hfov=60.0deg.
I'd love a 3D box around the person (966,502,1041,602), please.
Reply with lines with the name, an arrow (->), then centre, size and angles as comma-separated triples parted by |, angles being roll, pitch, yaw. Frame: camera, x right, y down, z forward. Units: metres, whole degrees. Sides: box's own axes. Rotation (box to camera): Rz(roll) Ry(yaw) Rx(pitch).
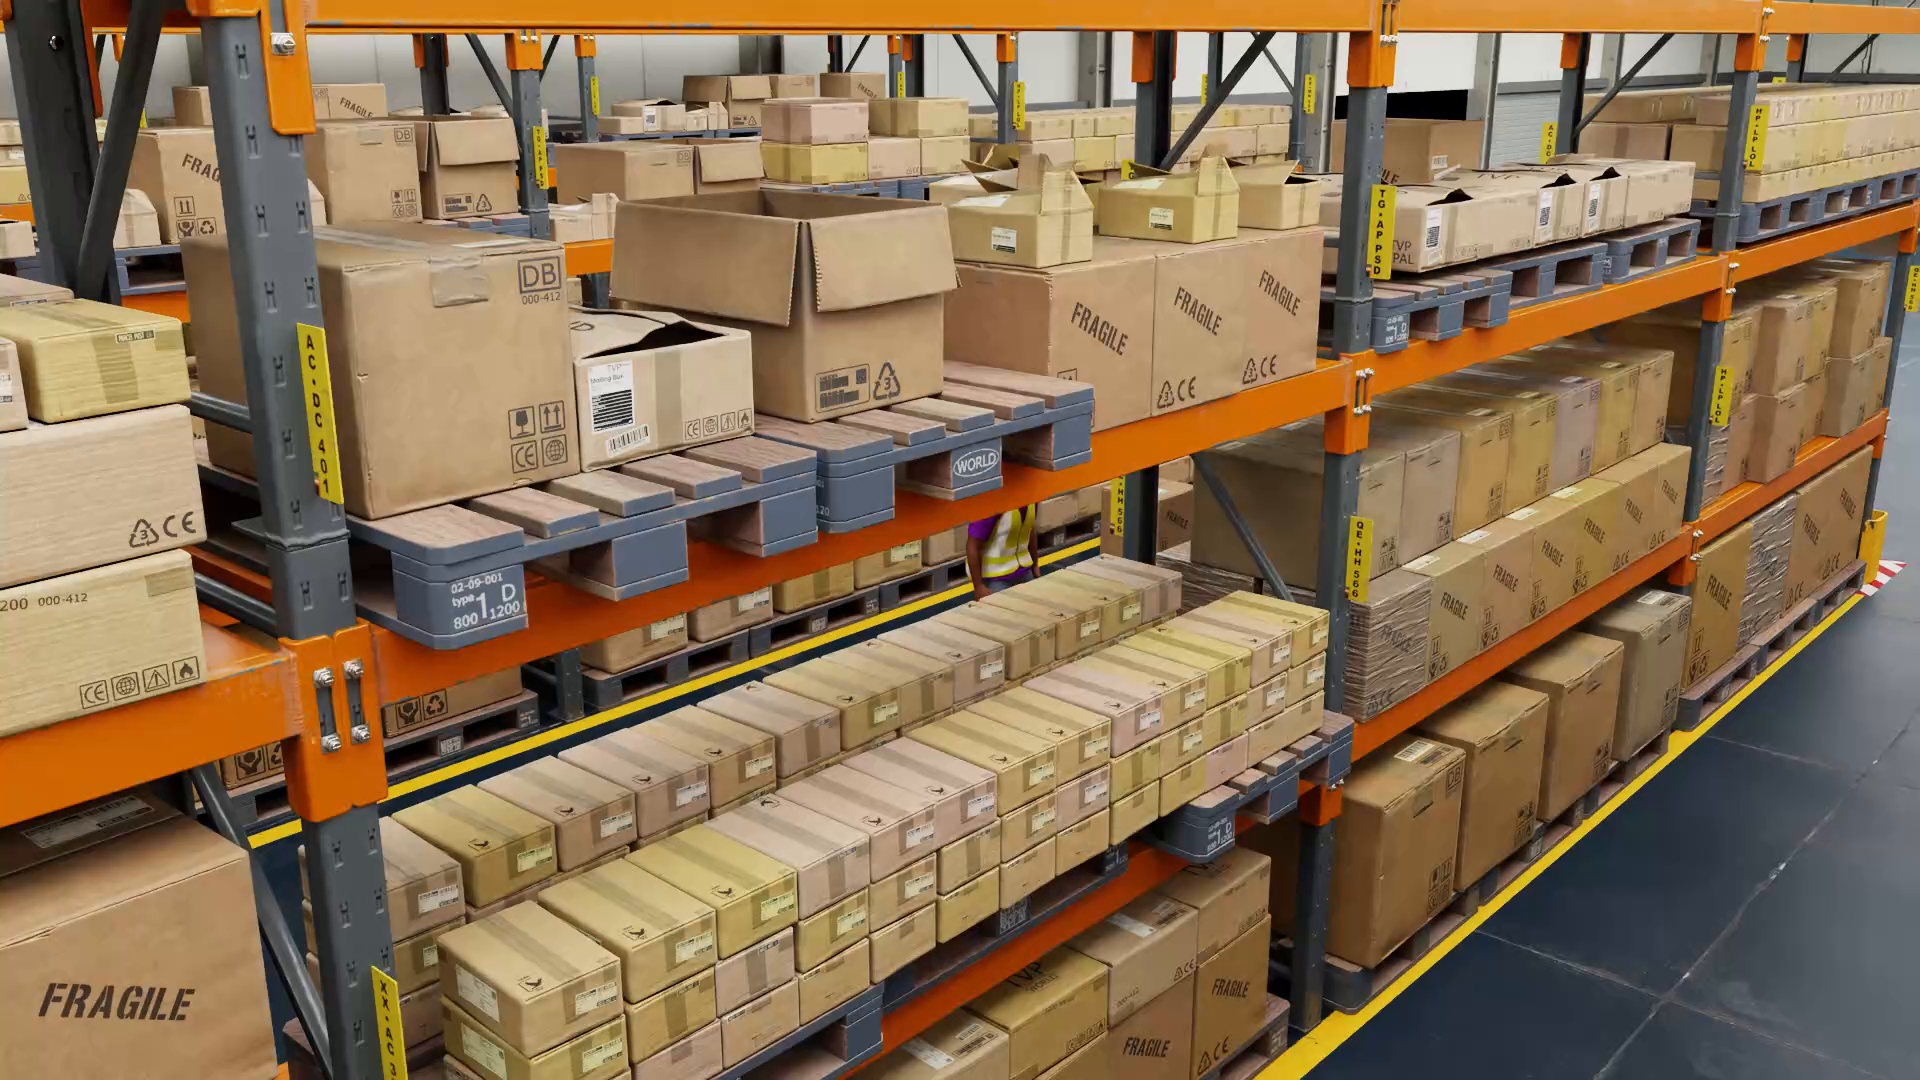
person -> 0.284, 0.217, 9.797 | 0.463, 1.759, 0.625 | 13, 21, 37
